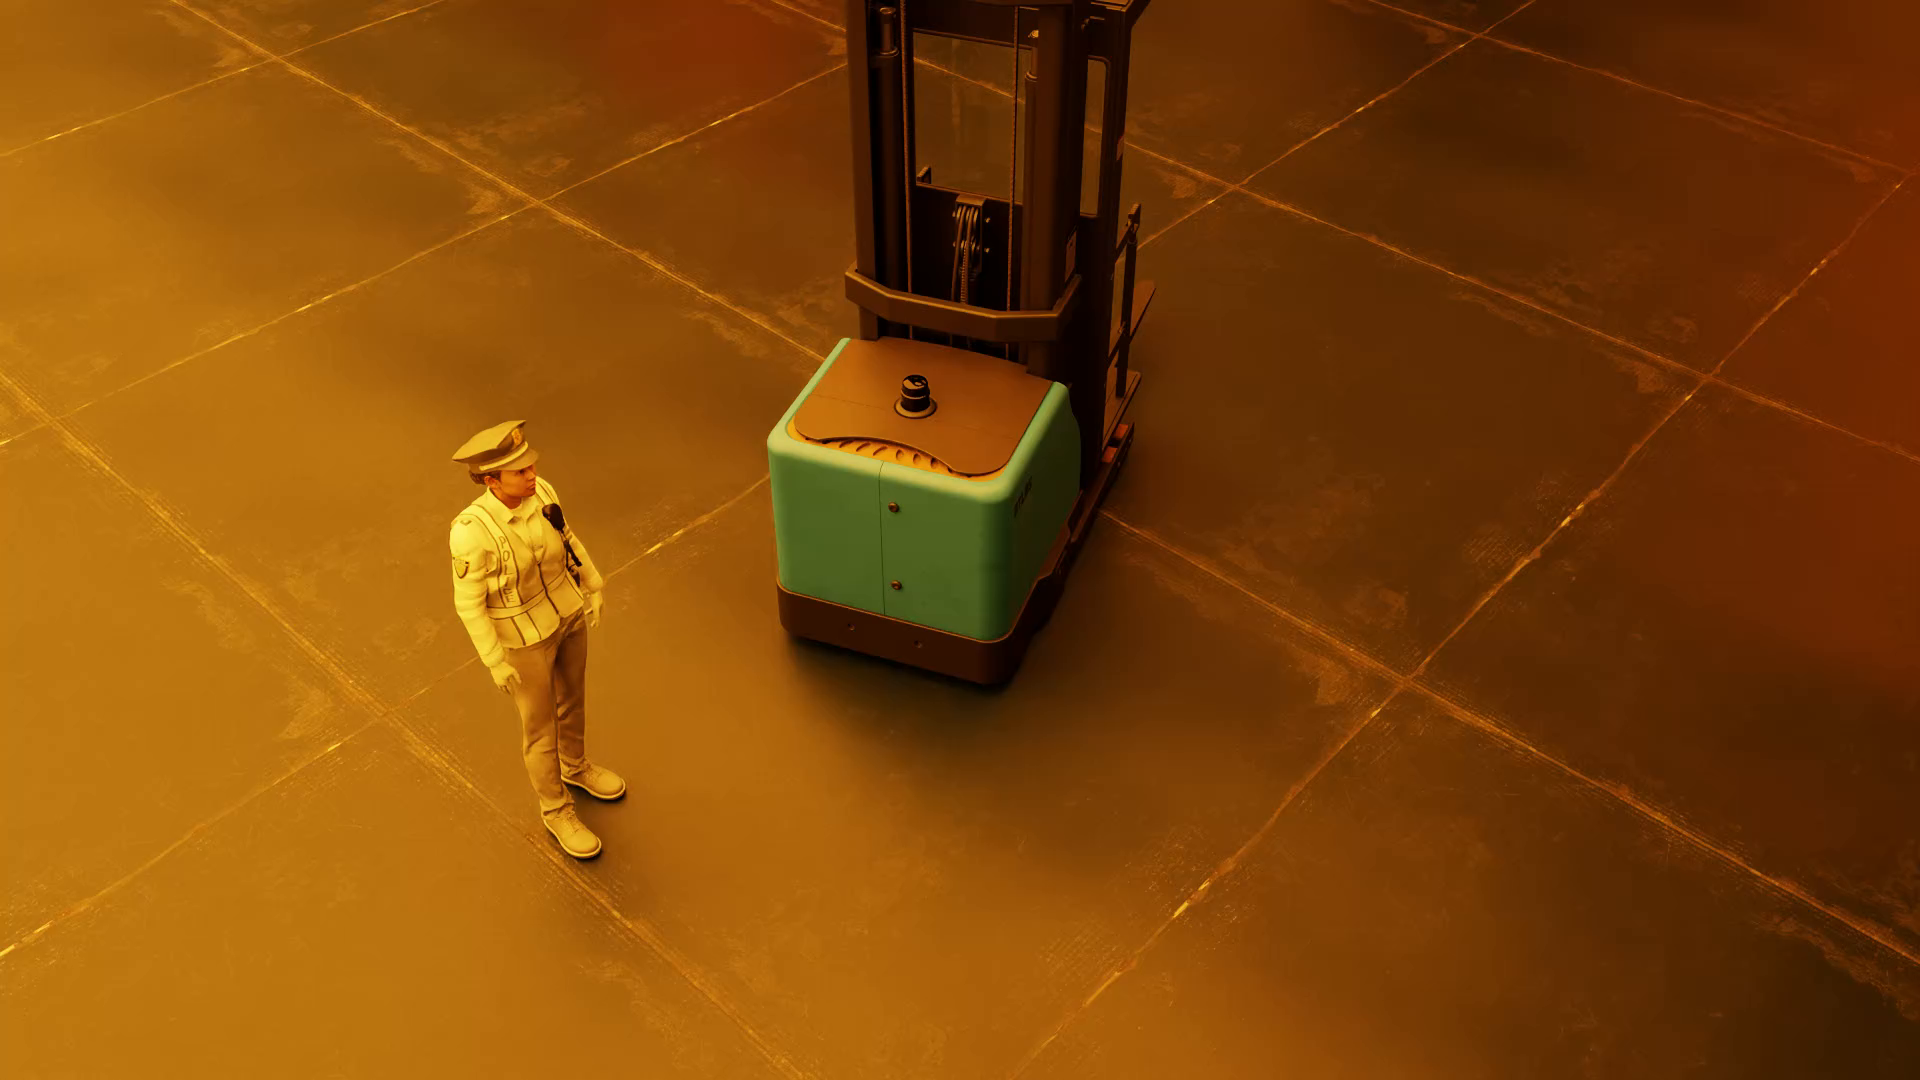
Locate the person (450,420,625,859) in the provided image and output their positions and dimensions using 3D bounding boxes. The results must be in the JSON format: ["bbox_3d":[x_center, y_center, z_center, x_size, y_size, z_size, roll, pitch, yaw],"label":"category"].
[{"bbox_3d":[-1.468,0.332,5.980,0.530,1.694,0.577,22,45,23],"label":"person"}]

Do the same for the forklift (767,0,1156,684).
[{"bbox_3d":[0.211,-1.484,7.158,1.130,2.935,3.031,14,42,15],"label":"forklift"}]
